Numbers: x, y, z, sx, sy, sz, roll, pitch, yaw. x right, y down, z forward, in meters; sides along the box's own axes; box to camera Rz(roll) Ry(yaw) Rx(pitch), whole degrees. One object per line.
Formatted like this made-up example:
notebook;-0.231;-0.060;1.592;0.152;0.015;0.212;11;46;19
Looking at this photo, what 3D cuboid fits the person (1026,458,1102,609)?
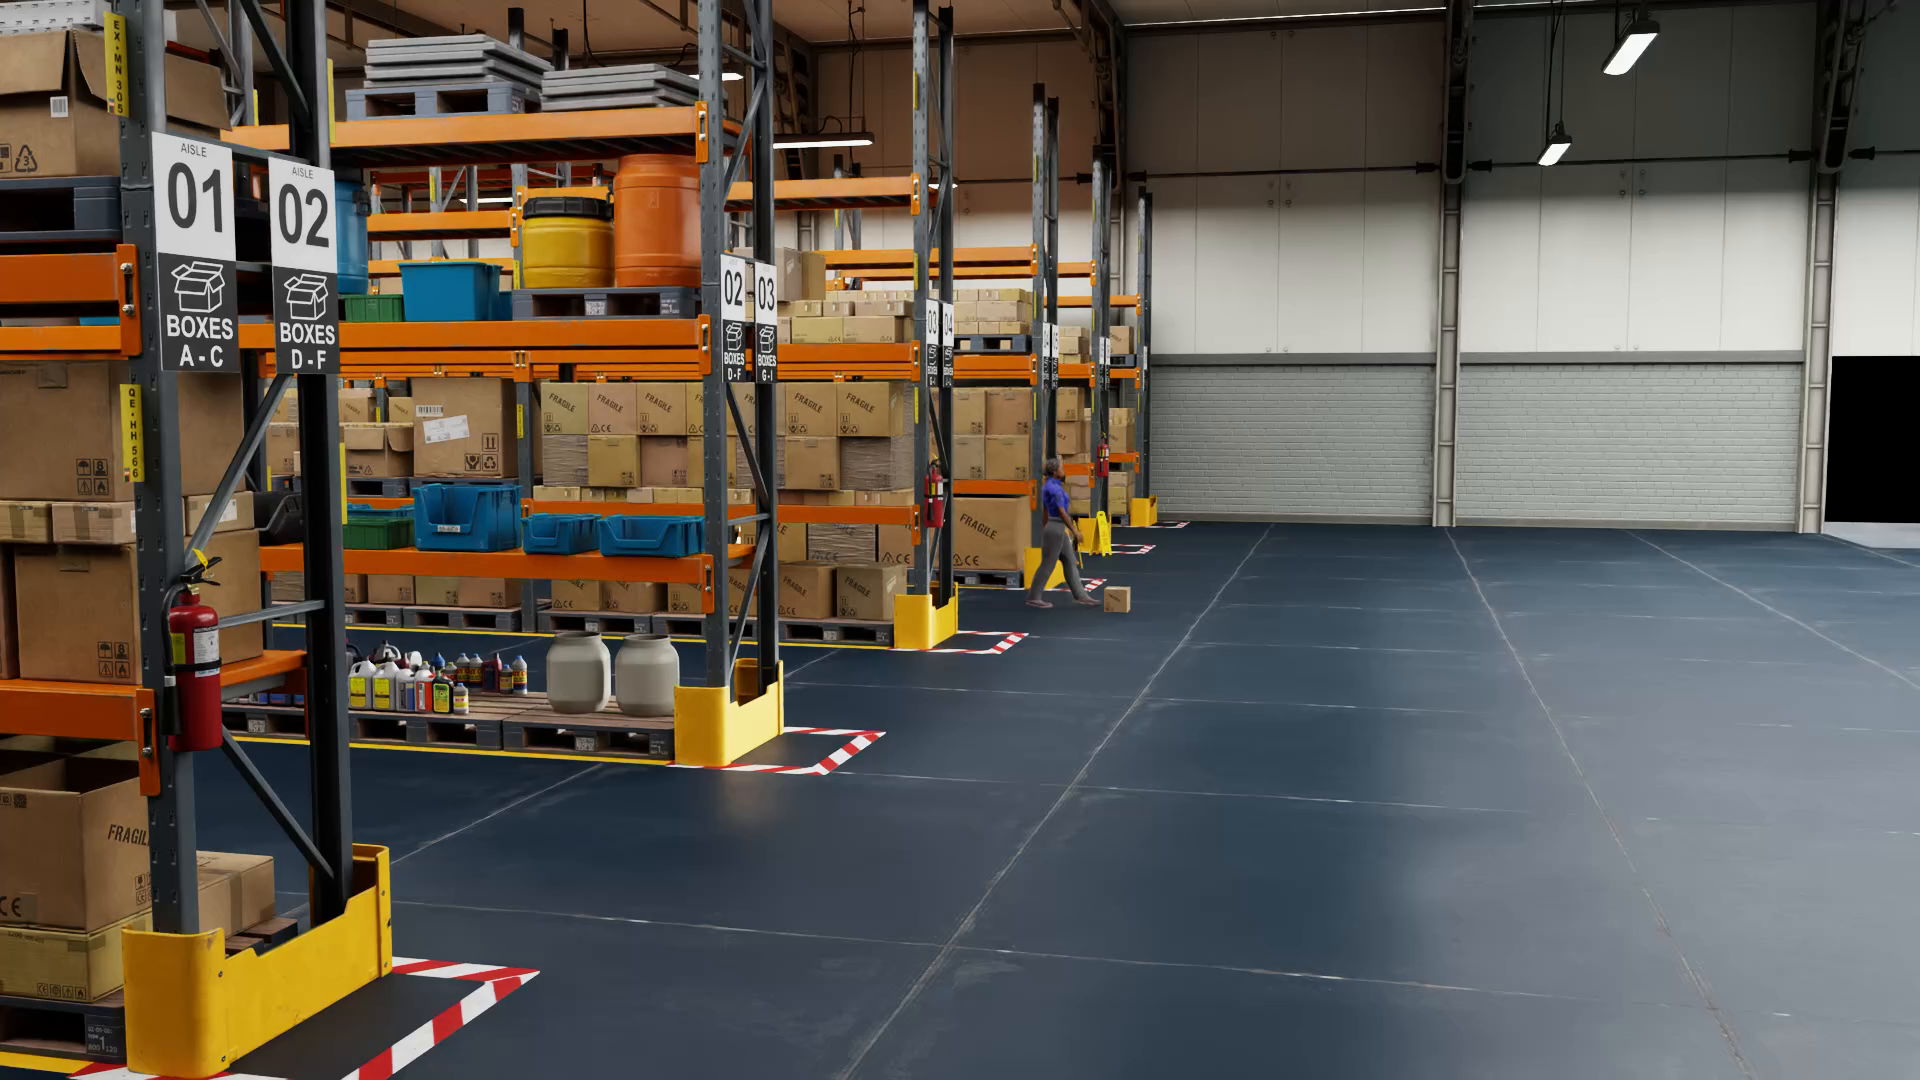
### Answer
person;1.131;-0.076;18.022;0.839;1.622;0.459;0;5;1
